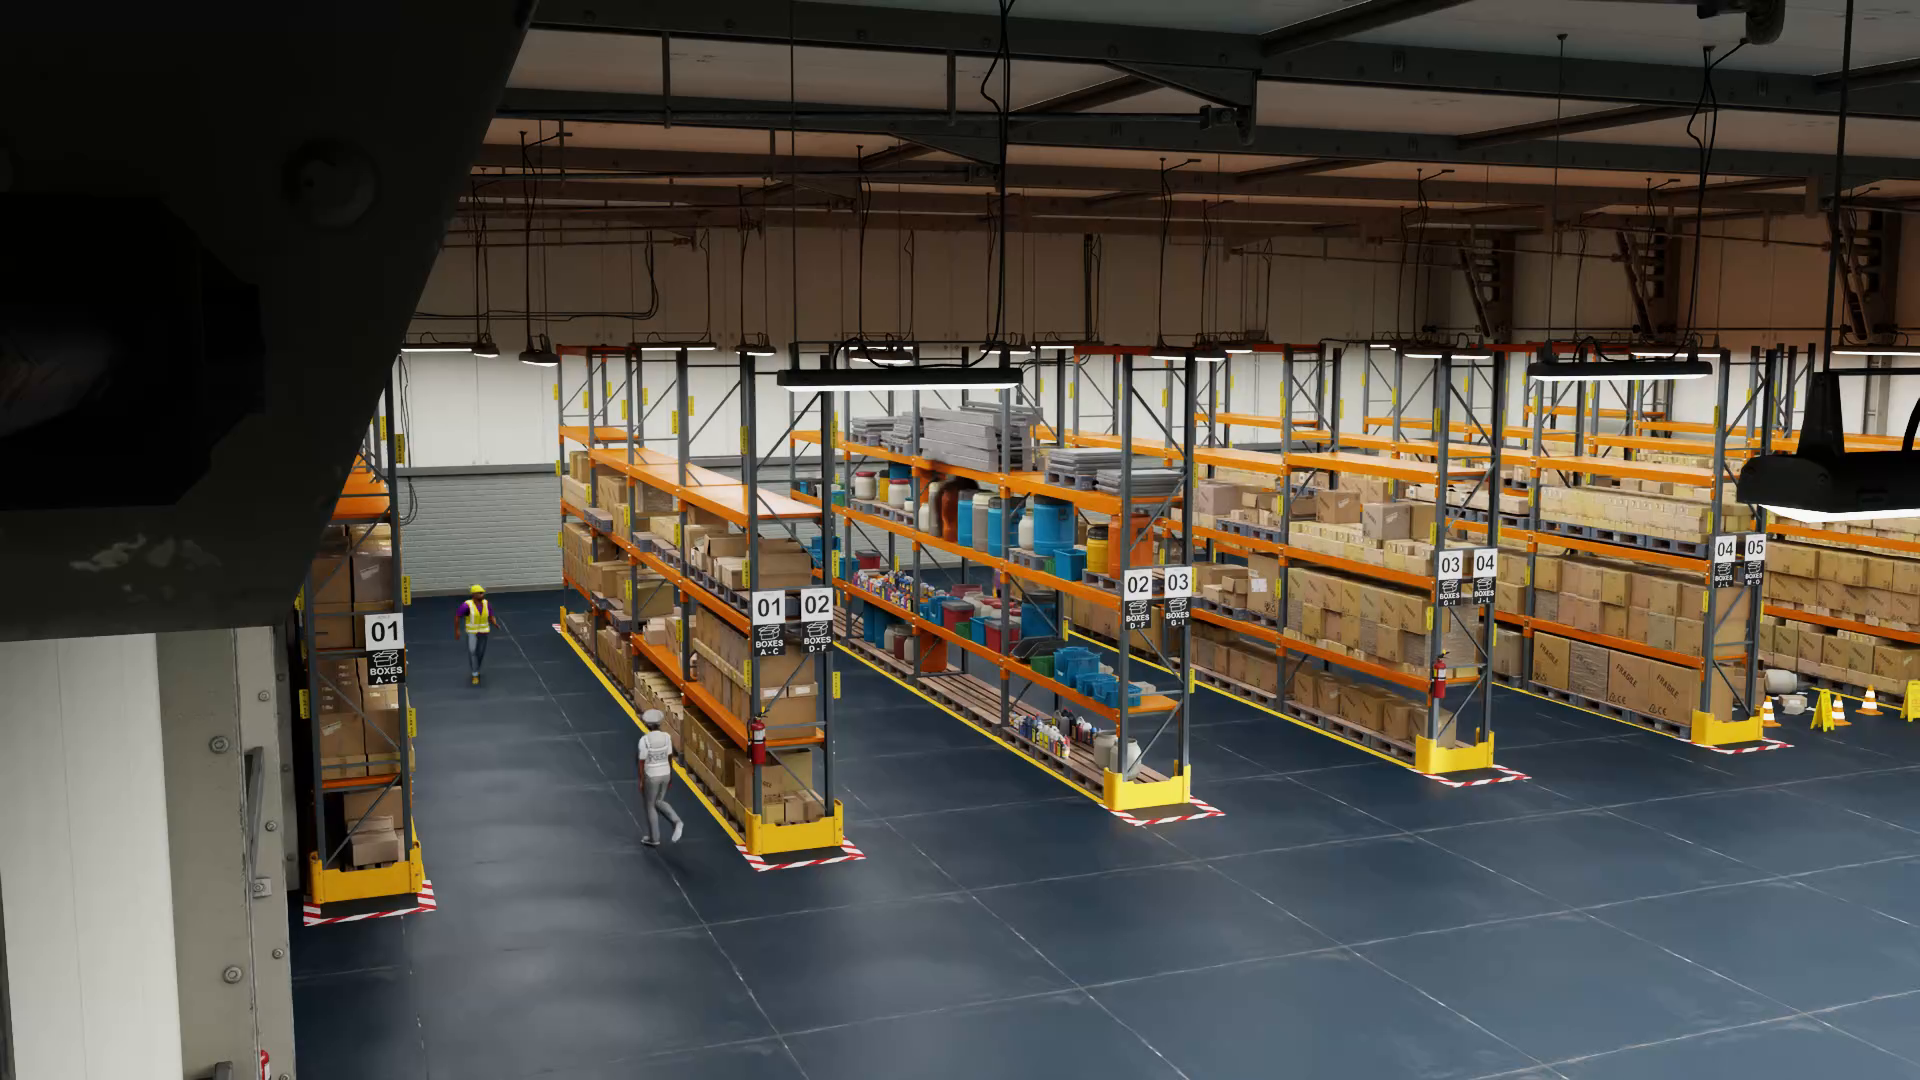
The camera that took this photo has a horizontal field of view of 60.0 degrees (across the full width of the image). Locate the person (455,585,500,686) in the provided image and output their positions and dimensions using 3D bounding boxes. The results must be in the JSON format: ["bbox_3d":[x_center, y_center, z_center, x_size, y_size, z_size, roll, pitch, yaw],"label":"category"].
[{"bbox_3d":[-8.717,1.678,30.024,0.770,1.741,1.003,-3,8,-23],"label":"person"}]

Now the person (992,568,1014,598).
[{"bbox_3d":[0.904,1.052,35.357,0.450,1.602,0.356,7,10,44],"label":"person"}]

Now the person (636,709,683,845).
[{"bbox_3d":[-3.692,2.908,20.317,0.552,1.683,0.427,4,8,31],"label":"person"}]

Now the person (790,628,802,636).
[{"bbox_3d":[-3.270,1.287,33.201,0.523,1.651,0.749,0,7,-3],"label":"person"}]
